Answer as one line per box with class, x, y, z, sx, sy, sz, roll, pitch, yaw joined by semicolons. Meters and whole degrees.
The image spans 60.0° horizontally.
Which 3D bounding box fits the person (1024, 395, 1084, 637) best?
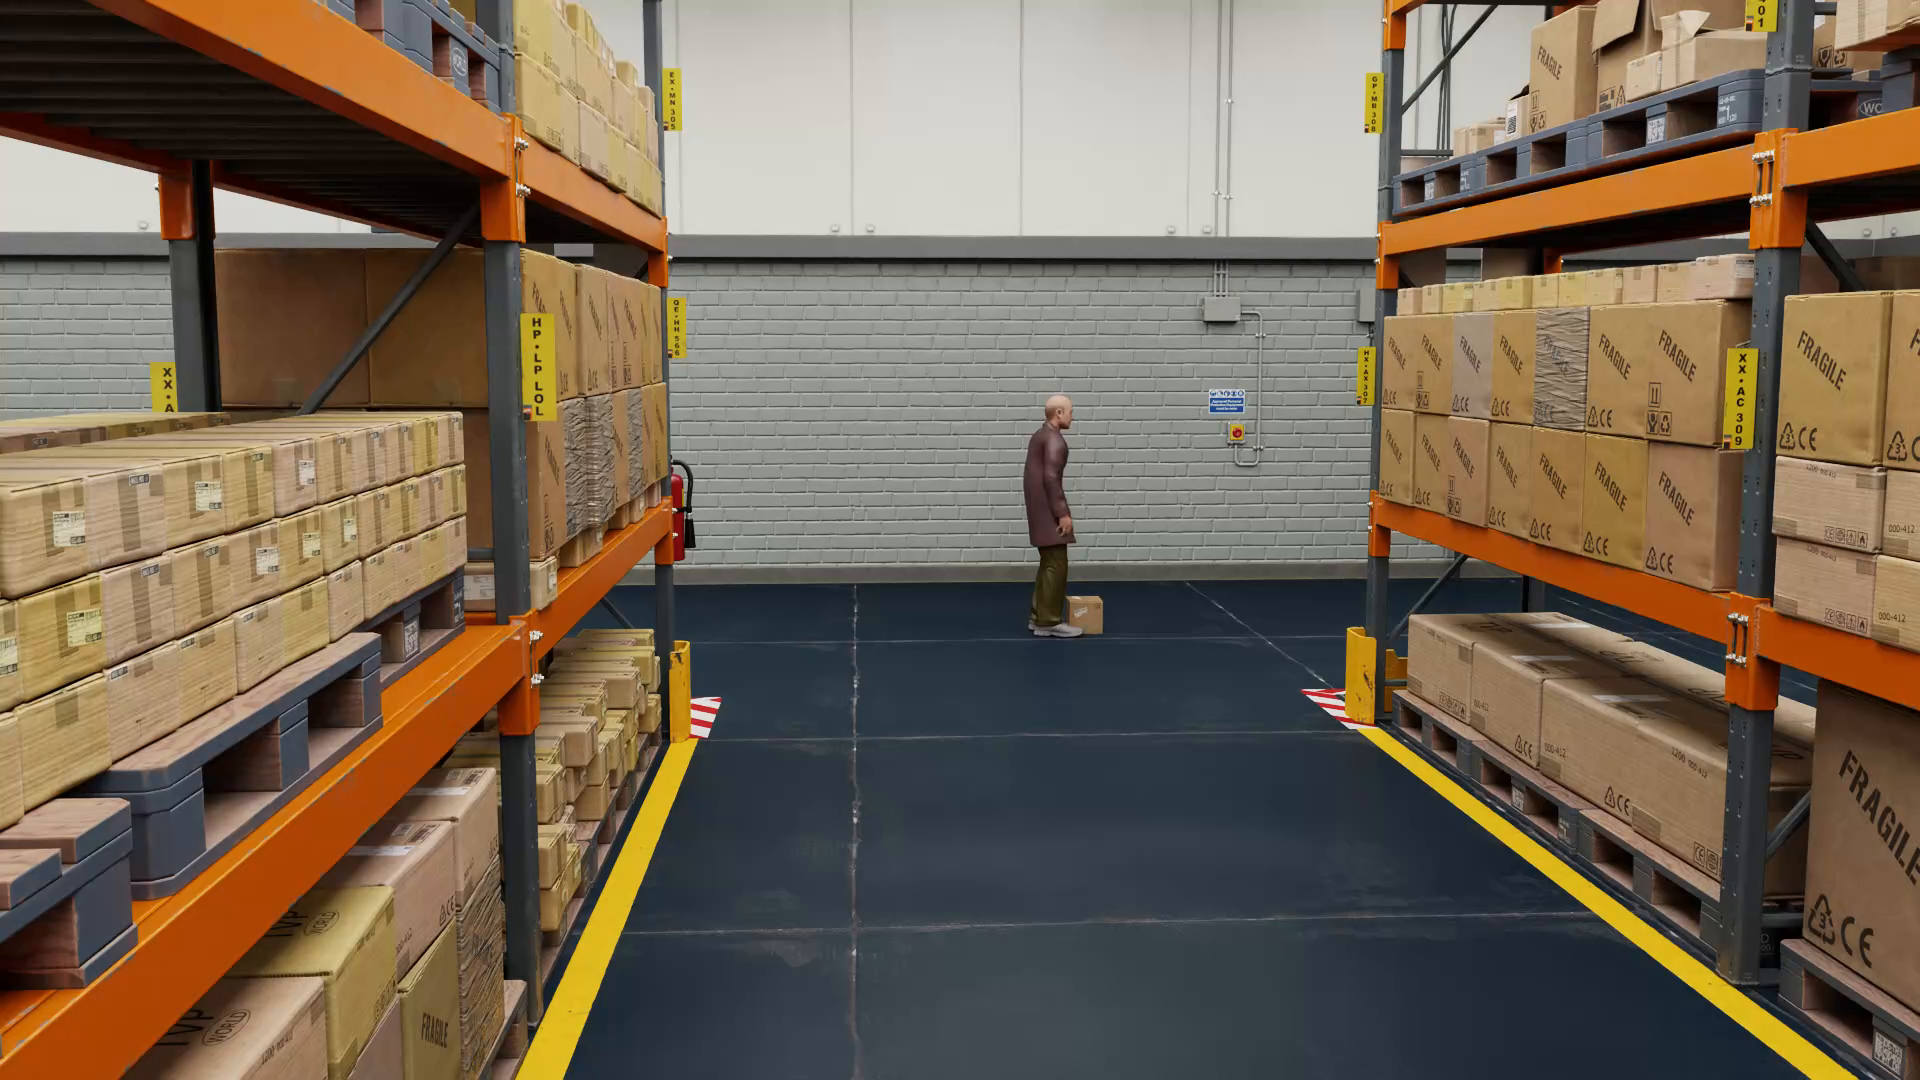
person;0.687;-0.191;12.420;0.418;1.774;0.656;-1;7;-6
